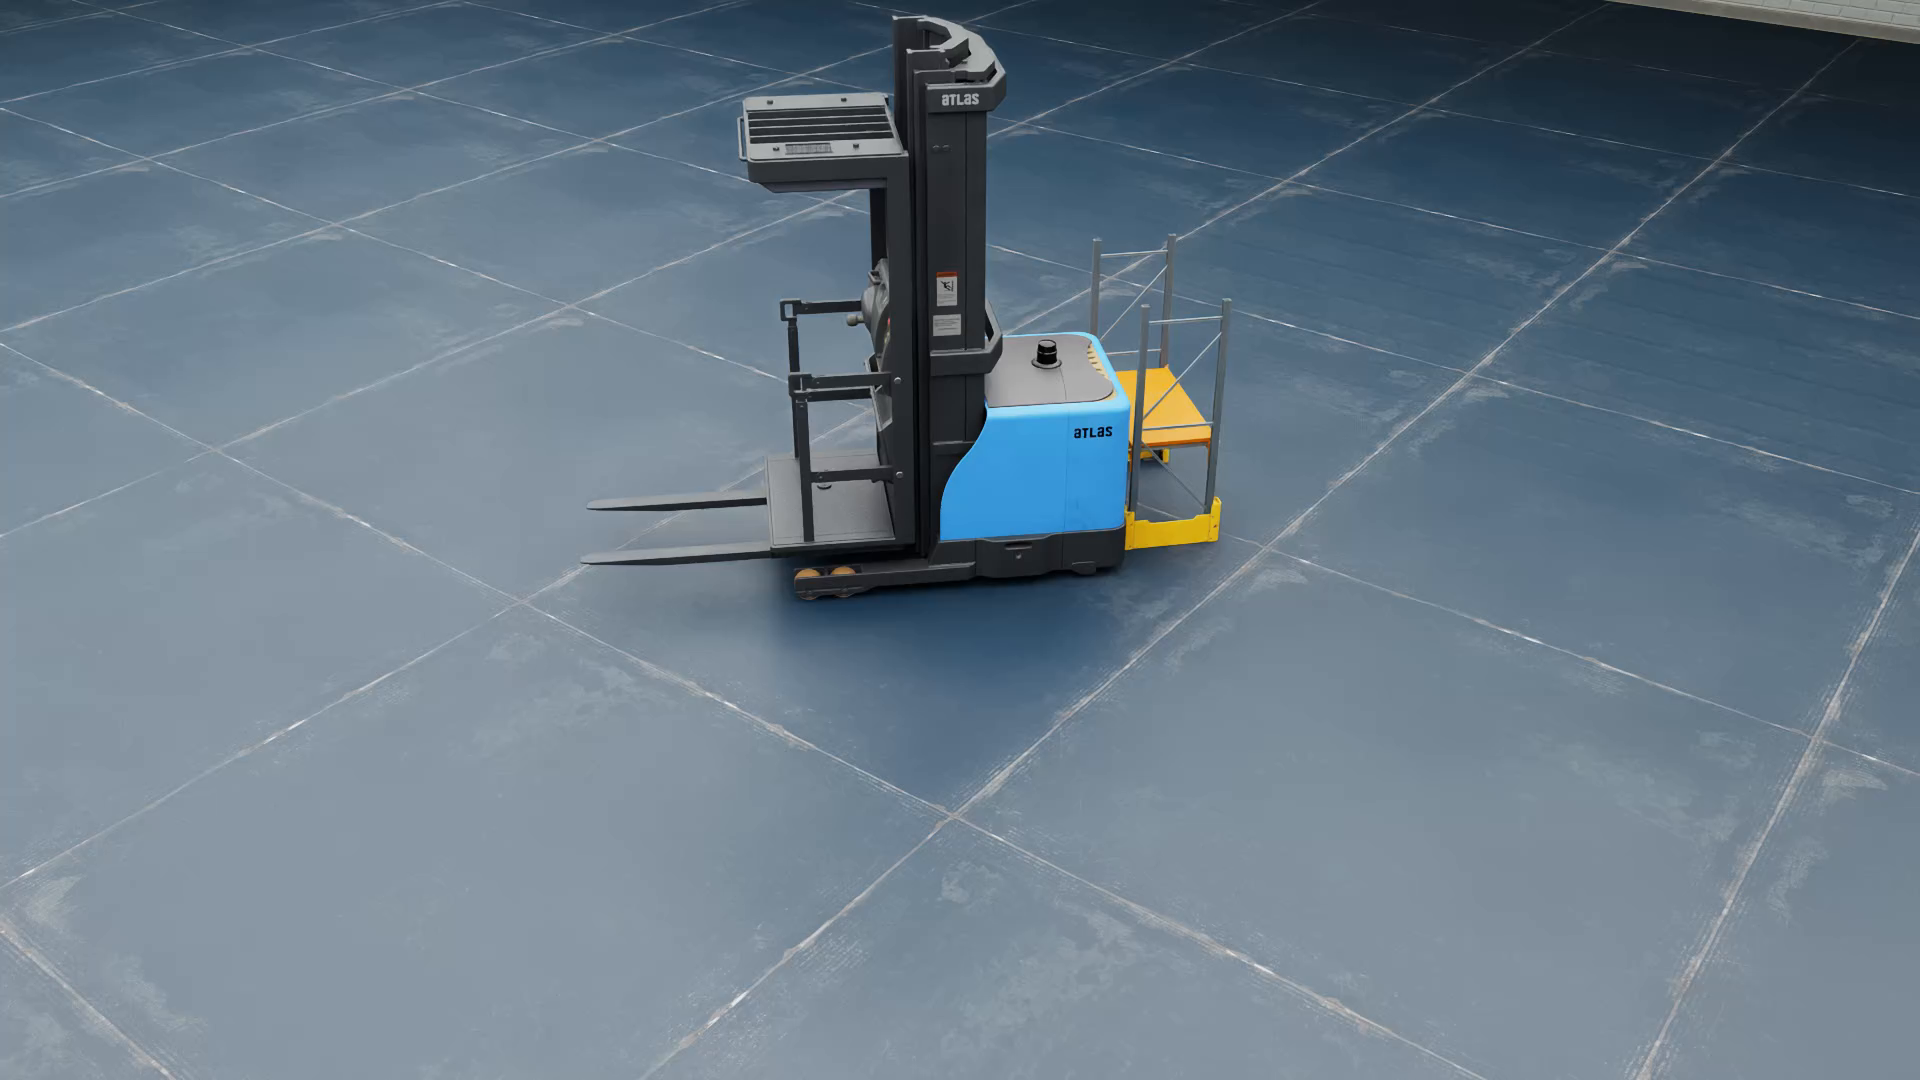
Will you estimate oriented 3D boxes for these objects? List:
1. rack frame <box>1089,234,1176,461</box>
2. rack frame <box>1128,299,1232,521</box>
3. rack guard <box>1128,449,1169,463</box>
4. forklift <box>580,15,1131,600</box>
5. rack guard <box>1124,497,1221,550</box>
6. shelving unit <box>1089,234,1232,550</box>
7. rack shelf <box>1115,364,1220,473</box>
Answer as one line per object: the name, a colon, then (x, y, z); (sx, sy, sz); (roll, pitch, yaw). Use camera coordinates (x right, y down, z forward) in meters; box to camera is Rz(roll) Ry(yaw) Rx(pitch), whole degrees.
rack frame: (1.032, -1.143, 10.207); (0.500, 1.500, 0.032); (-5, 31, -9)
rack frame: (1.220, -0.634, 9.348); (0.500, 1.500, 0.032); (-5, 31, -9)
rack guard: (1.035, -0.596, 10.509); (0.587, 0.250, 0.087); (-5, 31, -9)
forklift: (-0.625, -1.218, 8.930); (3.031, 2.935, 1.130); (-4, 31, -7)
rack guard: (1.219, -0.097, 9.667); (0.587, 0.250, 0.087); (-5, 31, -9)
shelving unit: (1.128, -0.884, 9.770); (0.587, 1.500, 1.083); (-5, 31, -9)
rack shelf: (1.126, -0.734, 9.869); (0.538, 0.185, 1.000); (-5, 31, -9)
